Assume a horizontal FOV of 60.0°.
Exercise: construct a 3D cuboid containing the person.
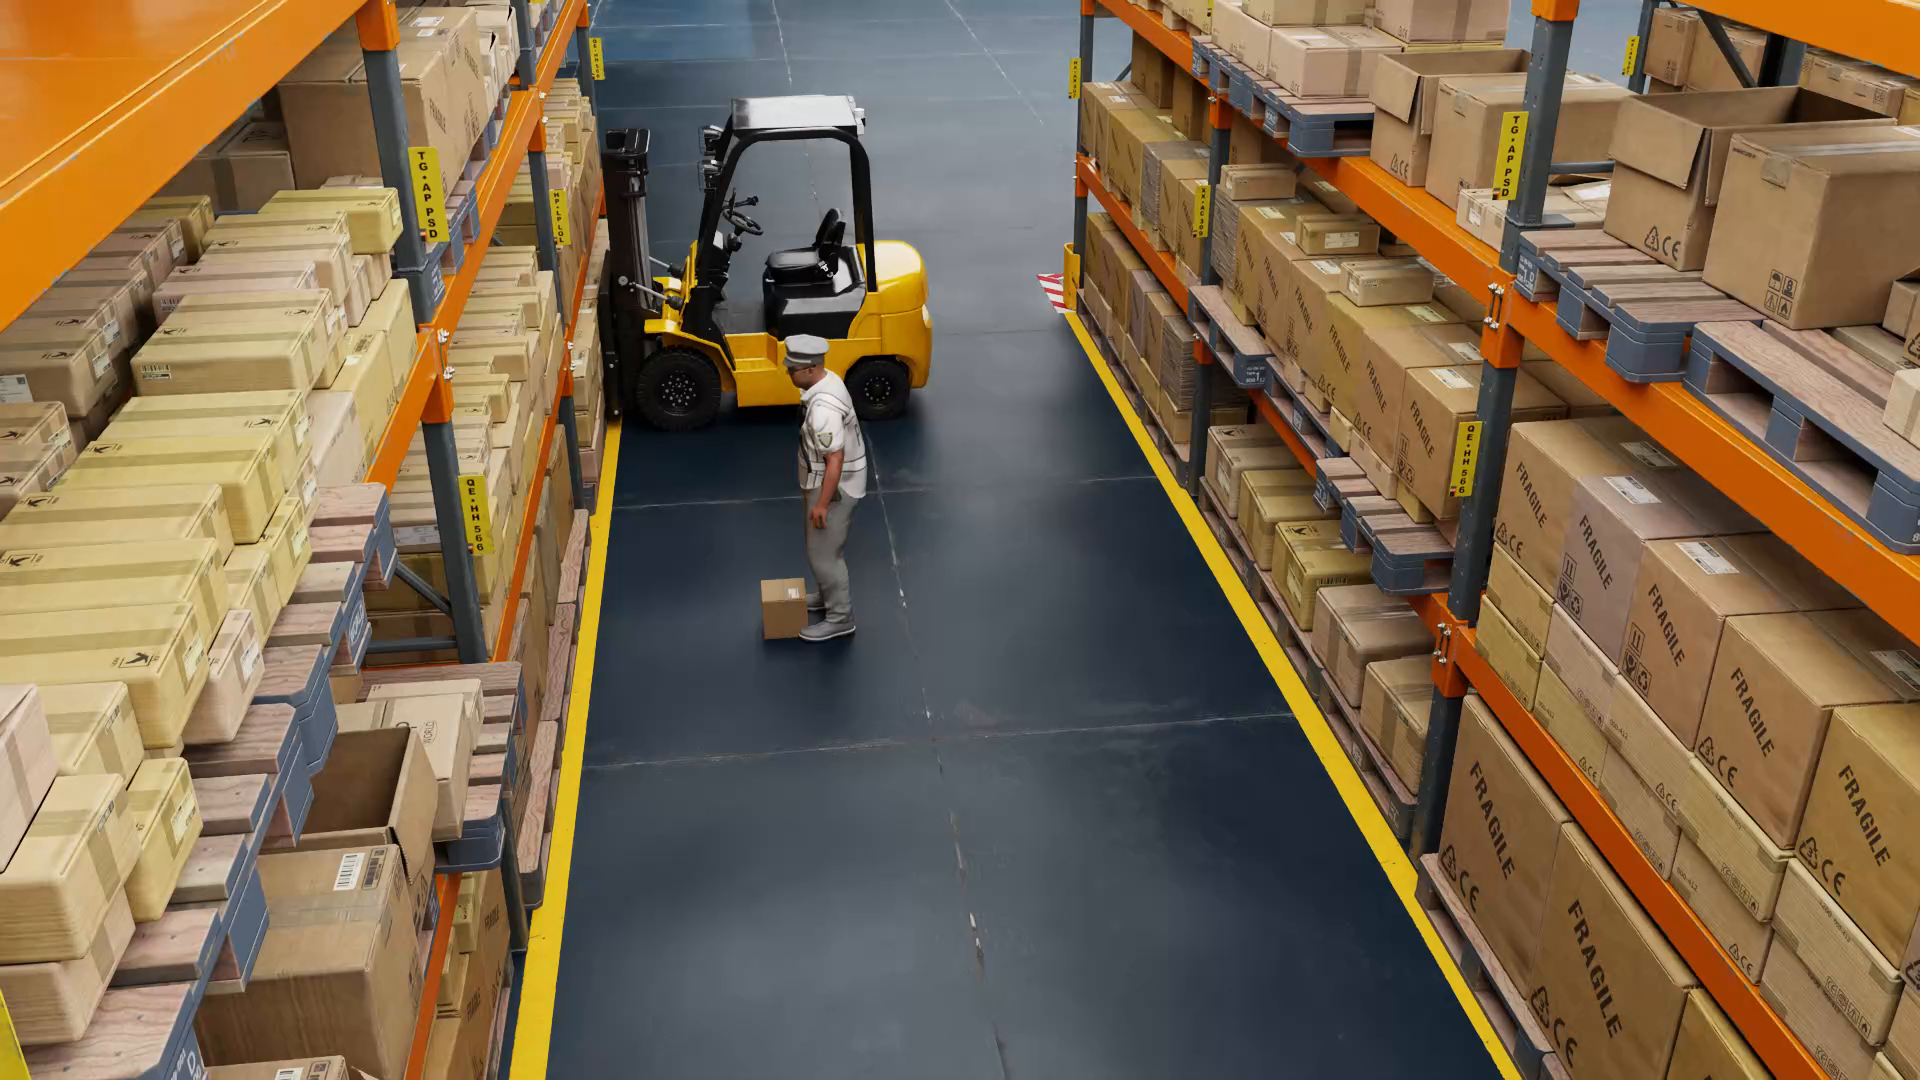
[{"bbox_3d":[-0.734,-0.298,9.195,0.432,1.746,0.585,-4,27,-7],"label":"person"}]
